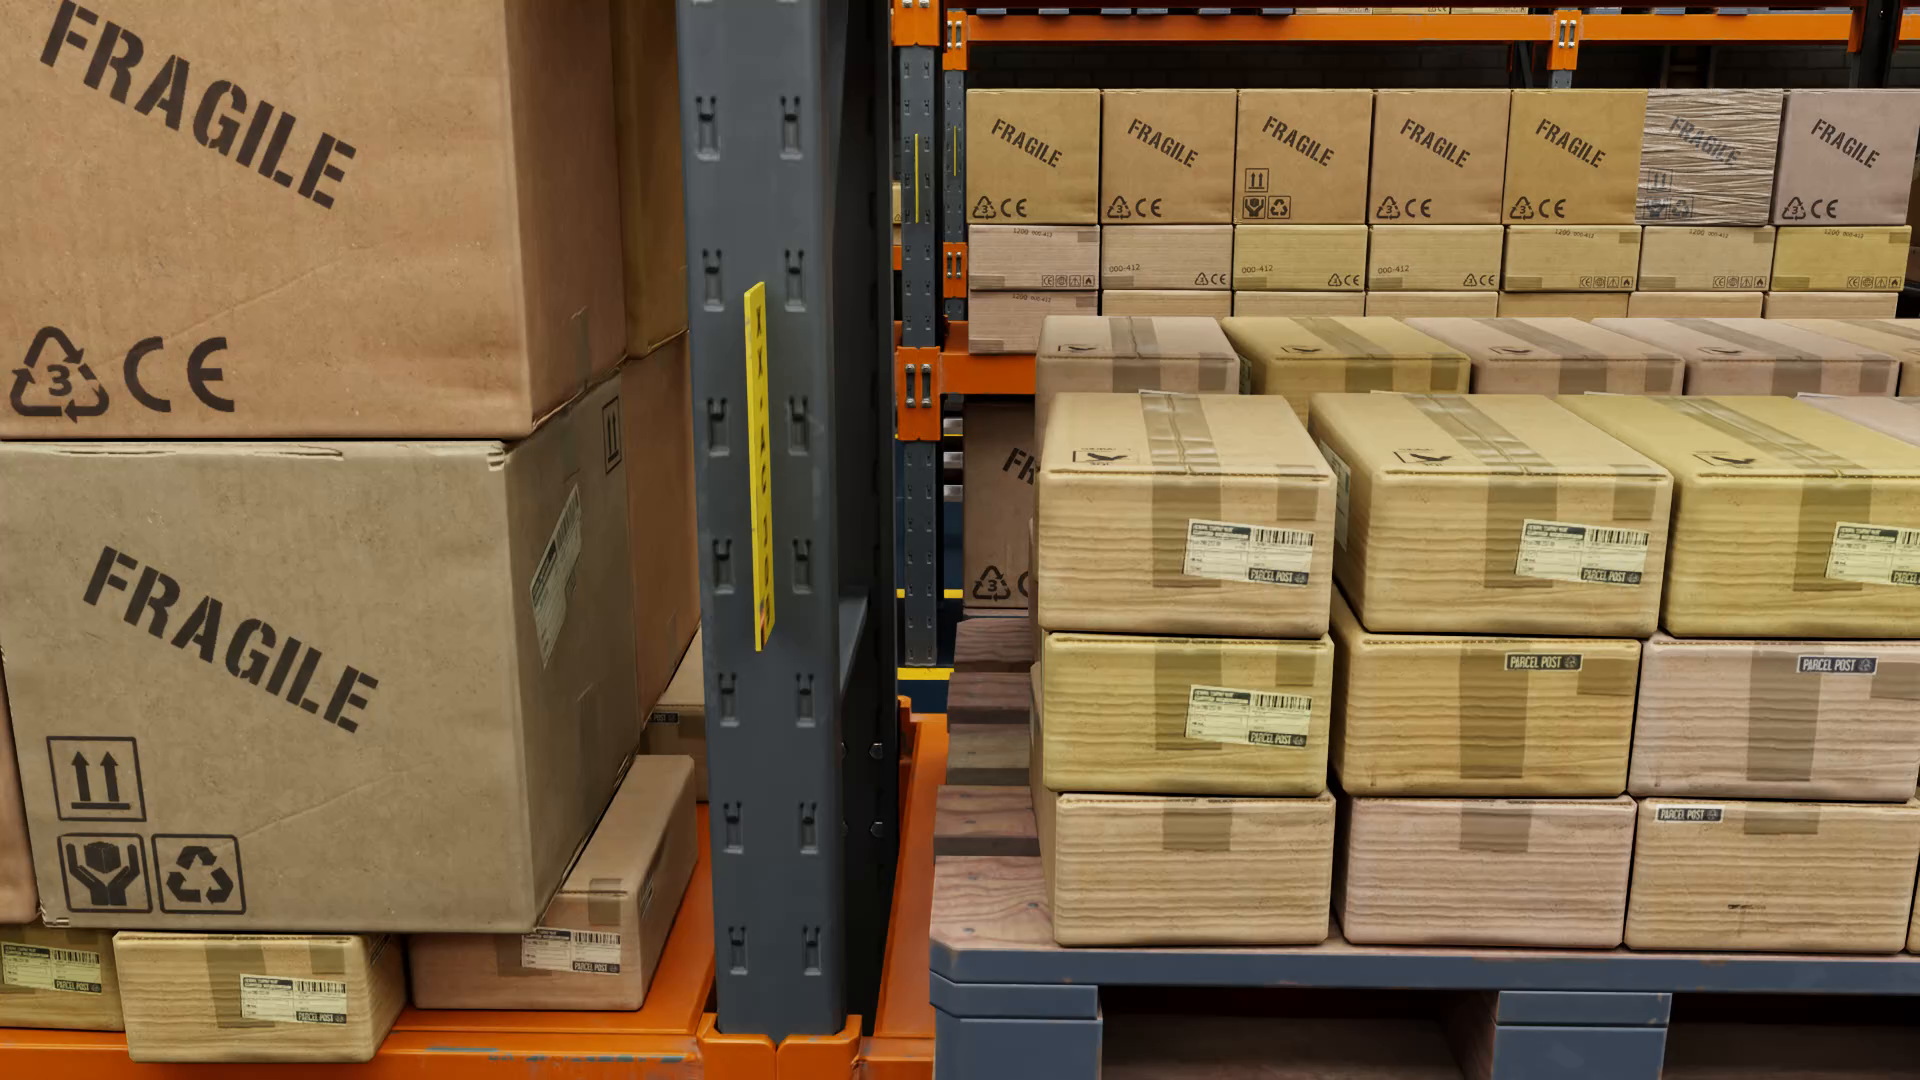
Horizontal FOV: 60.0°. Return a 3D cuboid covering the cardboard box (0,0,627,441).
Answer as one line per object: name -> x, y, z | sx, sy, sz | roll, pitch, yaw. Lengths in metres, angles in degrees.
cardboard box -> -0.652, -0.396, 1.724 | 0.500, 0.500, 0.500 | 0, 15, -1

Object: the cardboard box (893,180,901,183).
cardboard box -> -0.515, -2.459, 11.991 | 0.500, 0.250, 0.500 | 0, 15, 1

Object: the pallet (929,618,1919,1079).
pallet -> 0.585, 0.348, 2.017 | 1.213, 0.211, 1.003 | 0, 15, 1

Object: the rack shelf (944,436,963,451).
rack shelf -> -0.008, -0.490, 8.711 | 0.200, 0.077, 0.258 | 0, 15, 1

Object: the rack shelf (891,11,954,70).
rack shelf -> -2.026, -3.431, 11.495 | 4.000, 0.370, 1.077 | 0, 15, 1

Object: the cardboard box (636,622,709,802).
cardboard box -> -0.450, 0.249, 2.507 | 0.250, 0.149, 0.380 | 1, 15, 3

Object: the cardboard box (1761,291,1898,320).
cardboard box -> 3.336, -0.888, 6.621 | 0.500, 0.250, 0.500 | 0, 15, -1

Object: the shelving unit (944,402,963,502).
shelving unit -> -0.008, -0.435, 8.725 | 0.210, 0.900, 0.258 | 0, 15, 1

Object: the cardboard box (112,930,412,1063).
cardboard box -> -0.727, 0.419, 1.866 | 0.250, 0.149, 0.380 | 0, 15, 0

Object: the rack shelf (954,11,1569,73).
rack shelf -> 1.972, -3.405, 11.397 | 4.000, 0.370, 1.077 | 0, 15, 1

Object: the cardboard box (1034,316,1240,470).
cardboard box -> 0.231, -0.203, 2.233 | 0.250, 0.149, 0.380 | 1, 15, 4

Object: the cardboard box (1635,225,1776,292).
cardboard box -> 2.845, -1.134, 6.571 | 0.500, 0.250, 0.500 | 0, 15, 0

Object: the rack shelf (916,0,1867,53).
rack shelf -> 1.849, -2.139, 6.599 | 4.000, 0.370, 1.077 | 0, 15, 1

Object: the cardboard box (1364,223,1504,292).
cardboard box -> 1.814, -1.135, 6.576 | 0.500, 0.250, 0.500 | 0, 15, 0

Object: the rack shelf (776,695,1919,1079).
rack shelf -> 1.824, 0.574, 2.194 | 4.000, 0.370, 1.077 | 0, 15, 1

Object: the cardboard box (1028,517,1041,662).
cardboard box -> 0.227, 0.084, 2.312 | 0.250, 0.149, 0.380 | 0, 15, 0

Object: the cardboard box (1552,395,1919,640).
cardboard box -> 0.742, -0.034, 1.590 | 0.250, 0.149, 0.380 | 1, 15, 2

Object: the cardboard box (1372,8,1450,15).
cardboard box -> 2.950, -3.612, 11.064 | 0.500, 0.250, 0.500 | 0, 15, 2

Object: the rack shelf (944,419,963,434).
rack shelf -> -0.008, -0.577, 8.688 | 0.200, 0.077, 0.258 | 0, 15, 1

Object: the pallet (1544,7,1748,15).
pallet -> 4.652, -3.667, 11.349 | 1.003, 0.211, 1.213 | 1, 15, 4

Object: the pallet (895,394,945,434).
pallet -> -0.714, -0.972, 12.111 | 1.213, 0.211, 1.003 | 0, 15, 1

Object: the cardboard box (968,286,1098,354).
cardboard box -> 0.283, -0.907, 6.692 | 0.500, 0.250, 0.500 | 0, 15, 0

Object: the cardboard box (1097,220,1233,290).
cardboard box -> 0.805, -1.148, 6.625 | 0.500, 0.250, 0.500 | 1, 15, 2

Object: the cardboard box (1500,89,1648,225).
cardboard box -> 2.316, -1.498, 6.483 | 0.500, 0.500, 0.500 | 0, 15, 1

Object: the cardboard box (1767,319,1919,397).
cardboard box -> 1.266, -0.195, 2.203 | 0.250, 0.149, 0.380 | 0, 15, 0

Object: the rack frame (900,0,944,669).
rack frame -> -0.150, -1.050, 6.939 | 0.127, 3.000, 1.000 | 0, 15, 1

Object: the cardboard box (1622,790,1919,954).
cardboard box -> 0.734, 0.254, 1.665 | 0.250, 0.149, 0.380 | 0, 15, 2

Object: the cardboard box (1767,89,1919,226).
cardboard box -> 3.325, -1.492, 6.460 | 0.500, 0.500, 0.500 | 0, 15, 0

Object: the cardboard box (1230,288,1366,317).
cardboard box -> 1.312, -0.897, 6.653 | 0.500, 0.250, 0.500 | 0, 15, 1

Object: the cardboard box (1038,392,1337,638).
cardboard box -> 0.207, -0.036, 1.600 | 0.250, 0.149, 0.380 | 1, 15, 4

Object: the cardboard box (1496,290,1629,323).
cardboard box -> 2.322, -0.895, 6.646 | 0.500, 0.250, 0.500 | 0, 15, 1

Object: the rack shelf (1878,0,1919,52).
rack shelf -> 5.848, -2.113, 6.500 | 4.000, 0.370, 1.077 | 0, 15, 1

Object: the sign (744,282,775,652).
sign -> -0.182, -0.067, 1.517 | 0.005, 0.325, 0.100 | 0, 15, 1

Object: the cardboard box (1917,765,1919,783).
cardboard box -> 0.984, 0.112, 1.622 | 0.250, 0.149, 0.380 | 0, 15, -1

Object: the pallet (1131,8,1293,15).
pallet -> 1.660, -3.647, 11.272 | 1.003, 0.211, 1.213 | 0, 15, 1

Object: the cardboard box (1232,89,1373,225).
cardboard box -> 1.293, -1.505, 6.509 | 0.500, 0.500, 0.500 | 0, 15, 0

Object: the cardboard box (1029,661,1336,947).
cardboard box -> 0.207, 0.252, 1.676 | 0.250, 0.149, 0.380 | 0, 15, -1

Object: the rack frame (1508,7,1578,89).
rack frame -> 3.972, -2.290, 11.638 | 0.127, 3.000, 1.000 | 0, 15, 1

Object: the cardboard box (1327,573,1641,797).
cardboard box -> 0.466, 0.109, 1.633 | 0.250, 0.149, 0.380 | 0, 15, 0

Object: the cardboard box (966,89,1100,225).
cardboard box -> 0.282, -1.505, 6.510 | 0.500, 0.500, 0.500 | 1, 15, 2

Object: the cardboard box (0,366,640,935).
cardboard box -> -0.666, 0.090, 1.840 | 0.500, 0.500, 0.500 | 0, 15, 2

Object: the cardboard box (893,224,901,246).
cardboard box -> -0.352, -2.132, 11.533 | 0.250, 0.149, 0.380 | 1, 15, 2

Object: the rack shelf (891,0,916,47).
rack shelf -> -2.149, -2.165, 6.697 | 4.000, 0.370, 1.077 | 0, 15, 1

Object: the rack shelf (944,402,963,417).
rack shelf -> -0.008, -0.664, 8.665 | 0.200, 0.077, 0.258 | 0, 15, 1

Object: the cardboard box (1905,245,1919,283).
cardboard box -> 4.182, -1.163, 7.038 | 0.250, 0.149, 0.380 | 1, 15, 3

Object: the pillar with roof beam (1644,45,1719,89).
pillar with roof beam -> 5.188, -4.314, 7.551 | 0.400, 9.000, 9.100 | 0, 15, 1

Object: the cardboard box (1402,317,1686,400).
cardboard box -> 0.758, -0.199, 2.219 | 0.250, 0.149, 0.380 | 0, 15, 0
